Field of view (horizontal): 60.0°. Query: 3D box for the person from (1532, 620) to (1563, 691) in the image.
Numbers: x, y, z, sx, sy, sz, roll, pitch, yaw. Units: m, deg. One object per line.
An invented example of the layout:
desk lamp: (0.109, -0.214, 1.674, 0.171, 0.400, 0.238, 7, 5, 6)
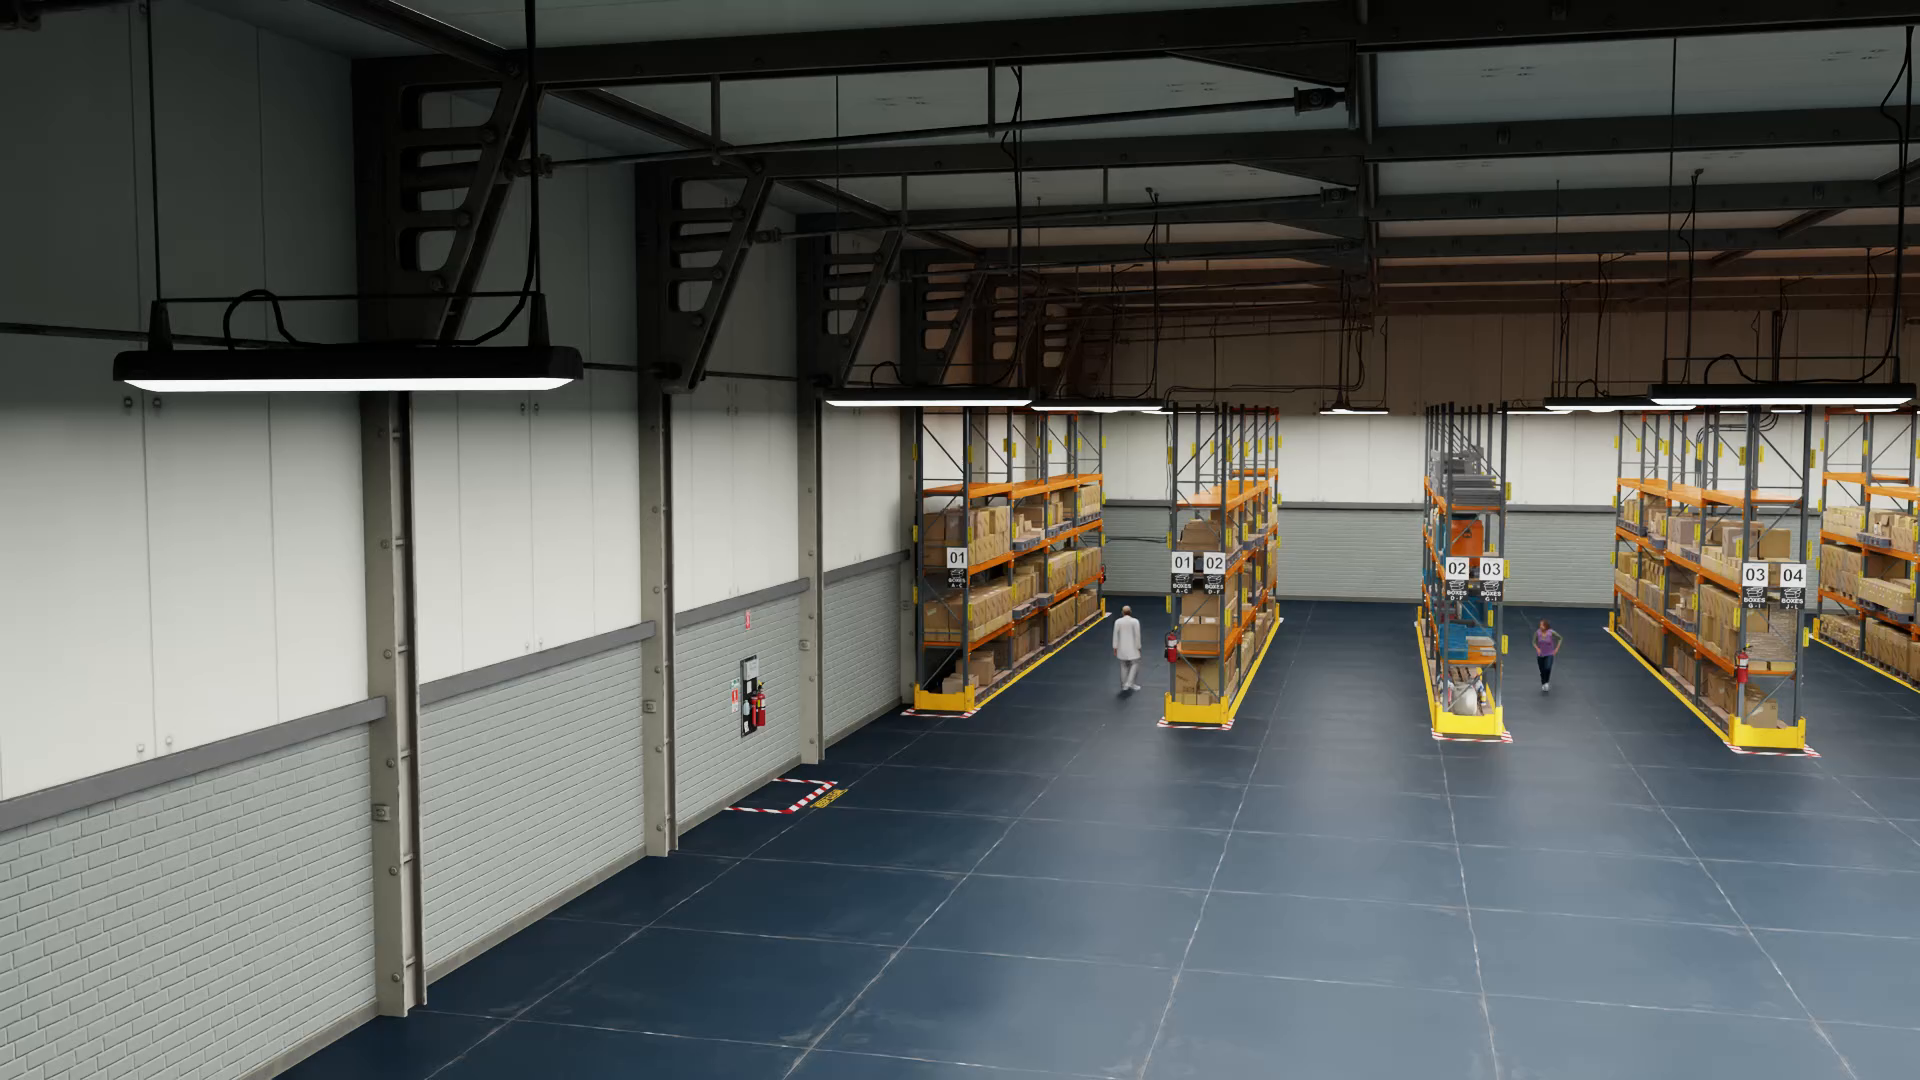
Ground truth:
person: (12.213, 2.393, 34.595, 0.594, 1.515, 0.787, 2, 5, 24)

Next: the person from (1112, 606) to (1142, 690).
person: (3.499, 2.267, 34.859, 0.617, 1.775, 0.593, 1, 4, 12)
